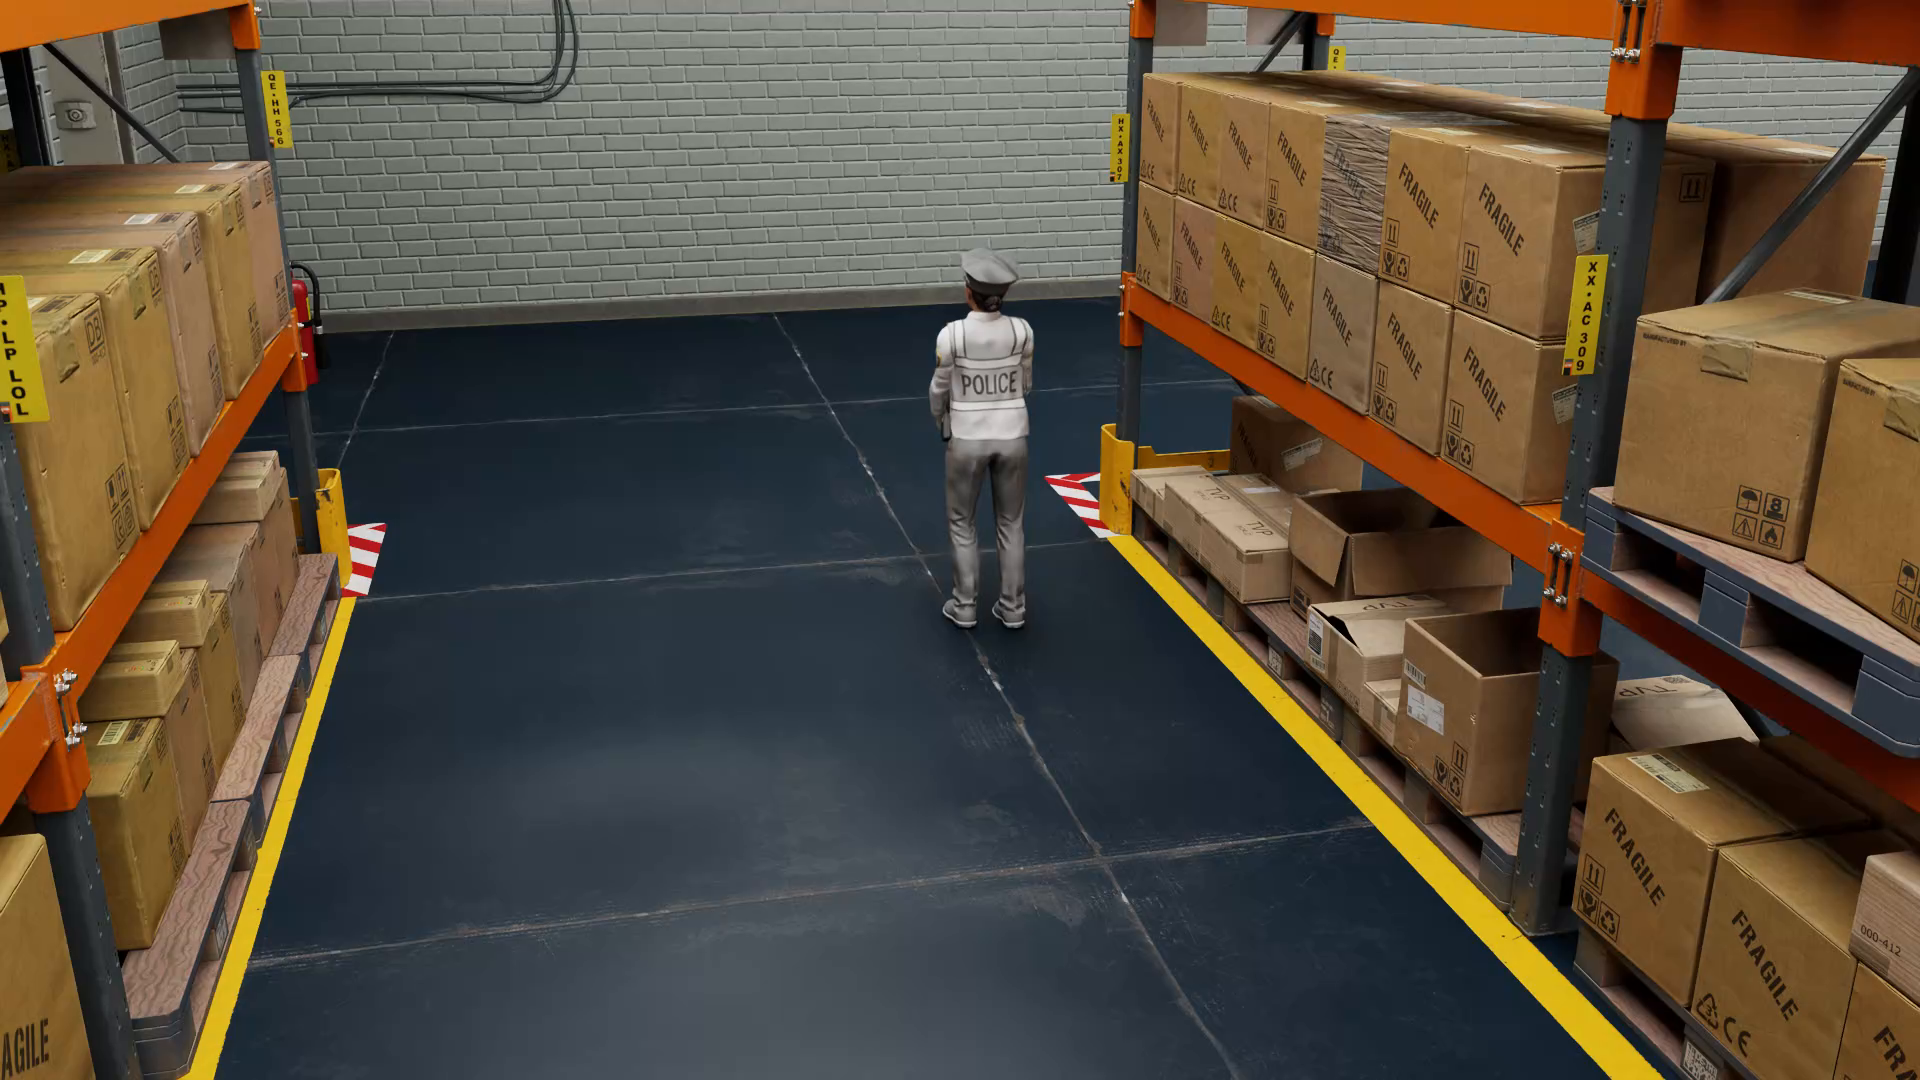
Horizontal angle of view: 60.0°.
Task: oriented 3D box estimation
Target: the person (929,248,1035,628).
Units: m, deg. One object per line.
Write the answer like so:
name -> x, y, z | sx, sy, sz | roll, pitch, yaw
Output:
person -> 0.092, -0.440, 7.266 | 0.453, 1.691, 0.523 | -5, 20, -12
